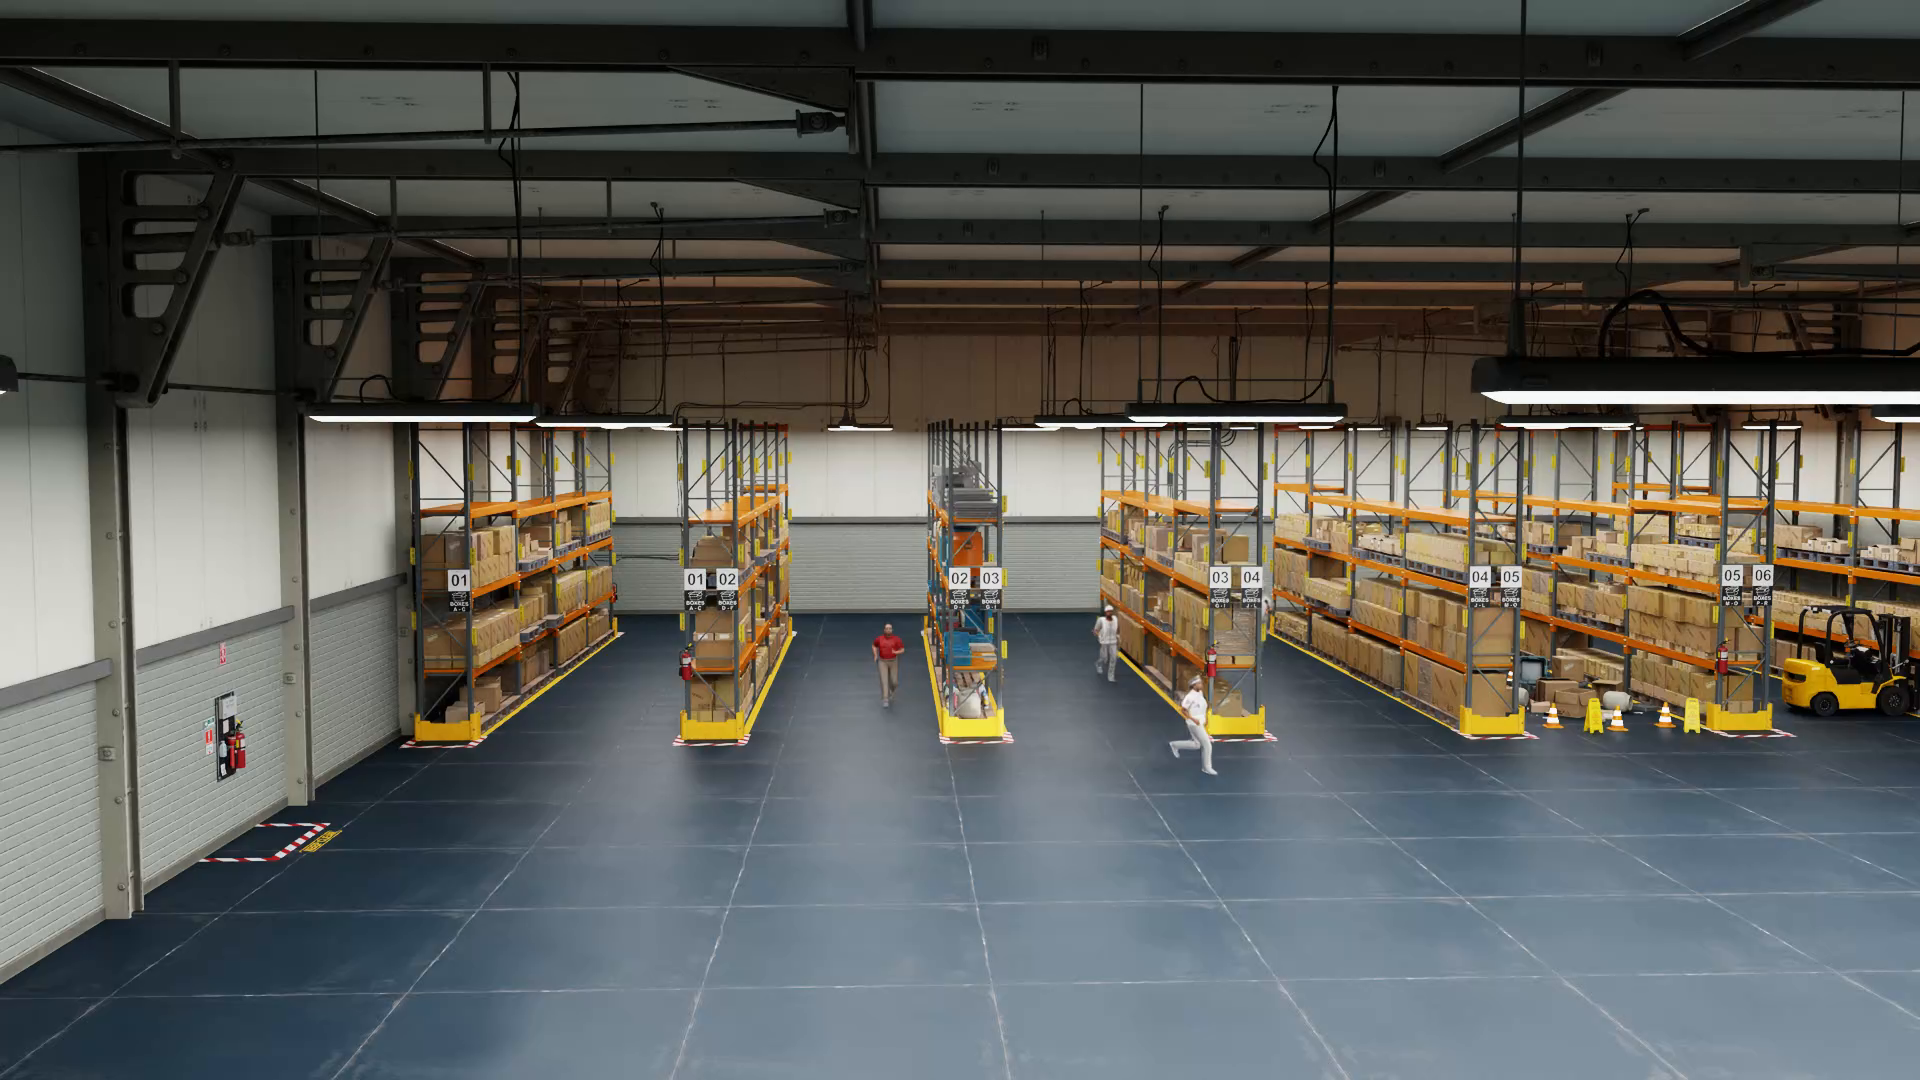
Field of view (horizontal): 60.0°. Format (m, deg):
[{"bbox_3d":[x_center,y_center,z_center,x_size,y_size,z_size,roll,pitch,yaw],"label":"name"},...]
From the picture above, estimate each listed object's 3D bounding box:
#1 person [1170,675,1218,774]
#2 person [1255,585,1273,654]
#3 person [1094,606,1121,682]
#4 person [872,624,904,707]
[{"bbox_3d":[3.954,3.113,28.144,0.886,1.684,0.566,2,4,24],"label":"person"},{"bbox_3d":[7.835,2.074,43.306,0.638,1.799,0.714,0,4,-3],"label":"person"},{"bbox_3d":[3.411,2.379,38.548,0.659,1.753,0.857,-1,4,-15],"label":"person"},{"bbox_3d":[-1.510,2.614,35.037,0.672,1.698,0.953,0,4,-4],"label":"person"}]
